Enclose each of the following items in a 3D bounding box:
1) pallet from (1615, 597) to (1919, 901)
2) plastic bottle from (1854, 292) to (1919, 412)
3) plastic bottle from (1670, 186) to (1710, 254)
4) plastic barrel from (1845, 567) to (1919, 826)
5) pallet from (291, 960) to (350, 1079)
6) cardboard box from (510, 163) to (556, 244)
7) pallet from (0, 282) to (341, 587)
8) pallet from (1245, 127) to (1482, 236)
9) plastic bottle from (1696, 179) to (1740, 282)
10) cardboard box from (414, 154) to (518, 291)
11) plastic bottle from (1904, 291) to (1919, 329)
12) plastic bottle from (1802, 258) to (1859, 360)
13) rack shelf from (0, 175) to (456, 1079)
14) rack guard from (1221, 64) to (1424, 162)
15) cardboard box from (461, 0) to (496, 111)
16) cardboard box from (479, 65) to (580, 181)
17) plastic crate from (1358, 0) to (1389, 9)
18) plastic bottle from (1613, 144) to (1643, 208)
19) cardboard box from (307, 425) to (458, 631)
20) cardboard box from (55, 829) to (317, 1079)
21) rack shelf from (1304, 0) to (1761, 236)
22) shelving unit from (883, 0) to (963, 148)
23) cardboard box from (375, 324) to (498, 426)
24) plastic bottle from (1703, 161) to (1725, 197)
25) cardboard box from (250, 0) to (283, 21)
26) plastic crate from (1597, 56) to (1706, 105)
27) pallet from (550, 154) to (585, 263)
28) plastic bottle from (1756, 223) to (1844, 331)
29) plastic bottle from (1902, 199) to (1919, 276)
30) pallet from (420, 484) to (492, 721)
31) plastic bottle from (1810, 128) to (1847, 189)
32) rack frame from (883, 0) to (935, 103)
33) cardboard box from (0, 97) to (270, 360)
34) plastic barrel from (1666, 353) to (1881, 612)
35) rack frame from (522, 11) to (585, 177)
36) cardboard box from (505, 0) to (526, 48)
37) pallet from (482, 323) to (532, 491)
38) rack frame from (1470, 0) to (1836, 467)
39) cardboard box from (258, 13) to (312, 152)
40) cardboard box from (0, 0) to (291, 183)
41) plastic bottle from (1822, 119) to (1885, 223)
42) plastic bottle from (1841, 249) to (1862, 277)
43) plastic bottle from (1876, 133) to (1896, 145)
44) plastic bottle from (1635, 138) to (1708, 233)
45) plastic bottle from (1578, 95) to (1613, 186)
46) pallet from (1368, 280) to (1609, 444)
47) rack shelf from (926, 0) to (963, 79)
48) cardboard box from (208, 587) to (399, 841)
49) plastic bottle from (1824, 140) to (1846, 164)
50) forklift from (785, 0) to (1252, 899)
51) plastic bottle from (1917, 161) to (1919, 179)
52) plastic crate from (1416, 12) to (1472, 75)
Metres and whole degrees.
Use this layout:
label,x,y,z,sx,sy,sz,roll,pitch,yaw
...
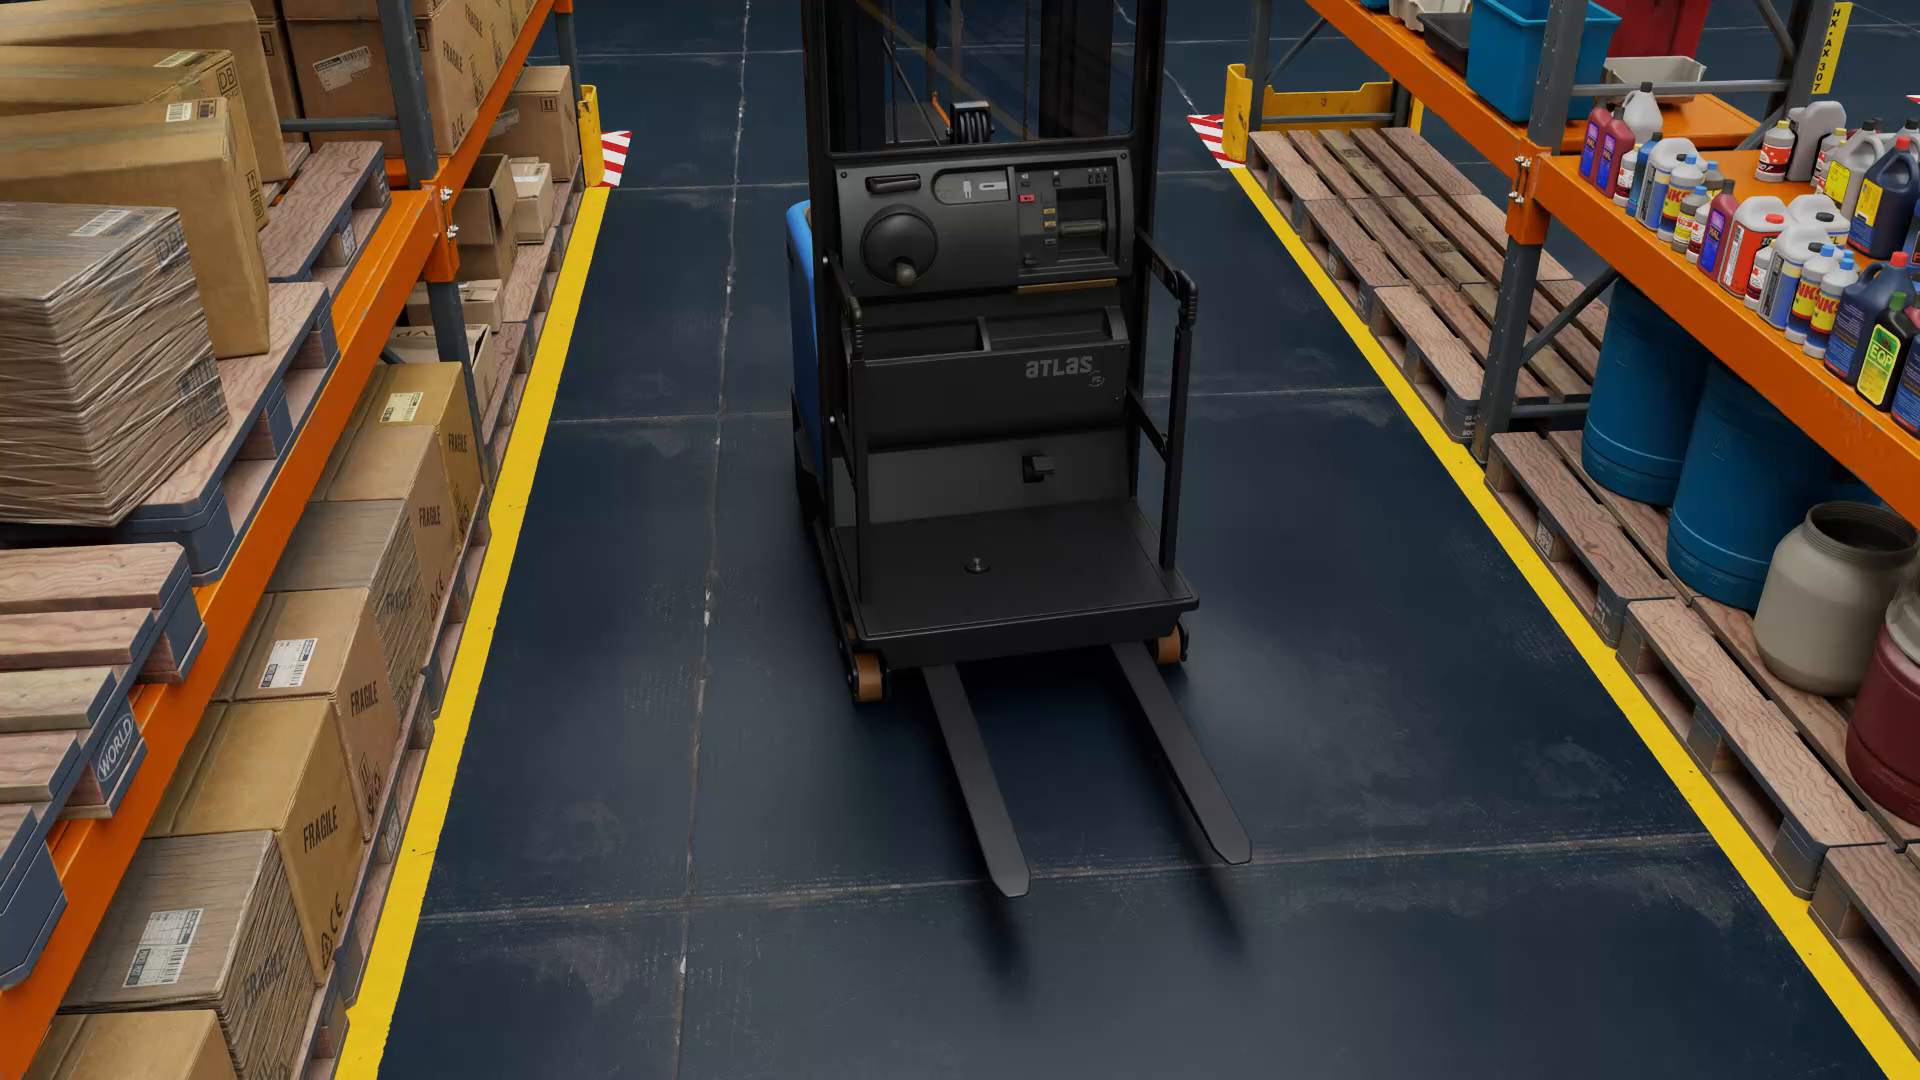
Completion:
label,x,y,z,sx,sy,sz,roll,pitch,yaw
pallet,2.752,0.576,5.080,1.003,0.211,1.213,-3,31,-5
plastic bottle,2.379,-0.481,4.244,0.061,0.283,0.133,-3,31,-5
plastic bottle,2.295,-1.004,5.200,0.097,0.201,0.097,0,31,0
plastic barrel,2.810,0.430,4.546,0.600,0.588,0.708,-3,31,-5
pallet,-1.986,1.450,3.616,1.003,0.211,1.213,-3,31,-5
cardboard box,-2.346,-1.704,8.430,0.500,0.250,0.500,-3,31,-5
pallet,-2.140,-0.274,3.971,1.003,0.211,1.213,-3,31,-5
pallet,2.269,-2.063,9.499,1.003,0.211,1.213,-3,31,-5
plastic bottle,2.297,-0.930,4.996,0.061,0.283,0.133,-3,31,-5
cardboard box,-2.508,-1.482,7.811,0.797,0.503,0.637,-3,31,-5
plastic bottle,2.440,-0.484,4.249,0.061,0.283,0.133,-3,31,-5
plastic bottle,2.369,-0.630,4.505,0.097,0.271,0.097,0,31,0
rack shelf,-2.141,-0.076,4.154,1.077,0.370,4.000,-3,31,-5
rack guard,2.216,-2.622,10.152,1.175,0.500,0.348,-3,31,-5
cardboard box,-2.155,-1.983,6.548,0.500,0.500,0.500,-2,31,-4
cardboard box,-2.405,-2.298,9.181,0.500,0.500,0.500,-3,31,-5
plastic crate,2.077,-2.670,7.900,0.416,0.233,0.300,-3,31,-5
plastic bottle,2.255,-1.222,5.565,0.097,0.201,0.097,0,31,0
cardboard box,-1.958,-0.031,5.385,0.500,0.500,0.500,-3,31,-4
cardboard box,-1.766,1.007,3.647,0.500,0.500,0.500,-4,31,-6
rack shelf,2.418,-2.354,7.967,1.077,0.370,4.000,-3,31,-5
shelving unit,-0.247,-1.475,6.672,0.431,2.100,0.503,-6,31,-10
cardboard box,-2.151,-0.665,6.631,0.500,0.311,0.500,-3,31,-5
plastic bottle,2.425,-1.130,5.411,0.097,0.201,0.097,0,31,0
cardboard box,-2.633,-2.124,5.808,0.500,0.500,0.500,-3,31,-4
plastic crate,2.703,-1.798,6.534,0.396,0.136,0.243,-3,31,-5
pallet,-2.619,-1.805,9.066,1.003,0.211,1.213,-3,31,-5
plastic bottle,2.377,-0.742,4.689,0.152,0.276,0.135,-3,31,-5
plastic bottle,2.922,-0.941,5.026,0.097,0.271,0.097,0,31,0
pallet,-2.214,0.205,5.702,1.003,0.211,1.213,-3,31,-5
plastic bottle,3.001,-1.312,5.716,0.097,0.201,0.097,0,31,0
rack frame,-0.298,-1.598,6.877,0.400,2.100,0.015,-6,31,-10
cardboard box,-2.101,-0.730,4.040,0.700,0.500,0.500,-11,32,-17
plastic barrel,2.704,-0.281,5.432,0.600,0.901,0.708,-3,31,-5
rack frame,-2.701,-3.448,9.098,1.000,3.000,0.127,-3,31,-5
cardboard box,-2.248,-2.498,7.410,0.500,0.500,0.500,-3,31,-5
pallet,-2.391,-0.559,6.981,1.003,0.211,1.213,-3,31,-5
rack frame,2.604,-1.641,6.073,1.000,3.000,0.127,-3,31,-5
cardboard box,-2.630,-1.692,6.060,0.500,0.500,0.500,-2,31,-4
cardboard box,-2.506,-1.377,5.122,0.700,0.500,0.500,-13,33,-21
plastic bottle,2.873,-1.160,5.314,0.144,0.351,0.185,-3,31,-5
plastic bottle,2.499,-0.726,4.734,0.097,0.201,0.097,0,31,0
plastic bottle,2.997,-1.216,5.481,0.152,0.276,0.135,-3,31,-5
plastic bottle,2.303,-1.147,5.366,0.152,0.276,0.135,-3,31,-5
plastic bottle,2.214,-1.384,5.755,0.061,0.283,0.133,-3,31,-5
pallet,2.497,-0.818,7.413,1.003,0.211,1.213,-3,31,-5
rack shelf,-0.247,-2.065,6.320,0.431,0.518,0.480,-6,31,-10
cardboard box,-1.862,0.485,4.522,0.500,0.500,0.500,-4,31,-6
plastic bottle,2.953,-1.241,5.597,0.097,0.201,0.097,0,31,0
forklift,0.130,-0.943,4.970,1.130,2.935,3.031,-6,31,-10
plastic bottle,3.033,-1.072,5.168,0.144,0.351,0.185,-3,31,-5
plastic crate,2.232,-2.108,7.063,0.437,0.125,0.590,-3,31,-5
